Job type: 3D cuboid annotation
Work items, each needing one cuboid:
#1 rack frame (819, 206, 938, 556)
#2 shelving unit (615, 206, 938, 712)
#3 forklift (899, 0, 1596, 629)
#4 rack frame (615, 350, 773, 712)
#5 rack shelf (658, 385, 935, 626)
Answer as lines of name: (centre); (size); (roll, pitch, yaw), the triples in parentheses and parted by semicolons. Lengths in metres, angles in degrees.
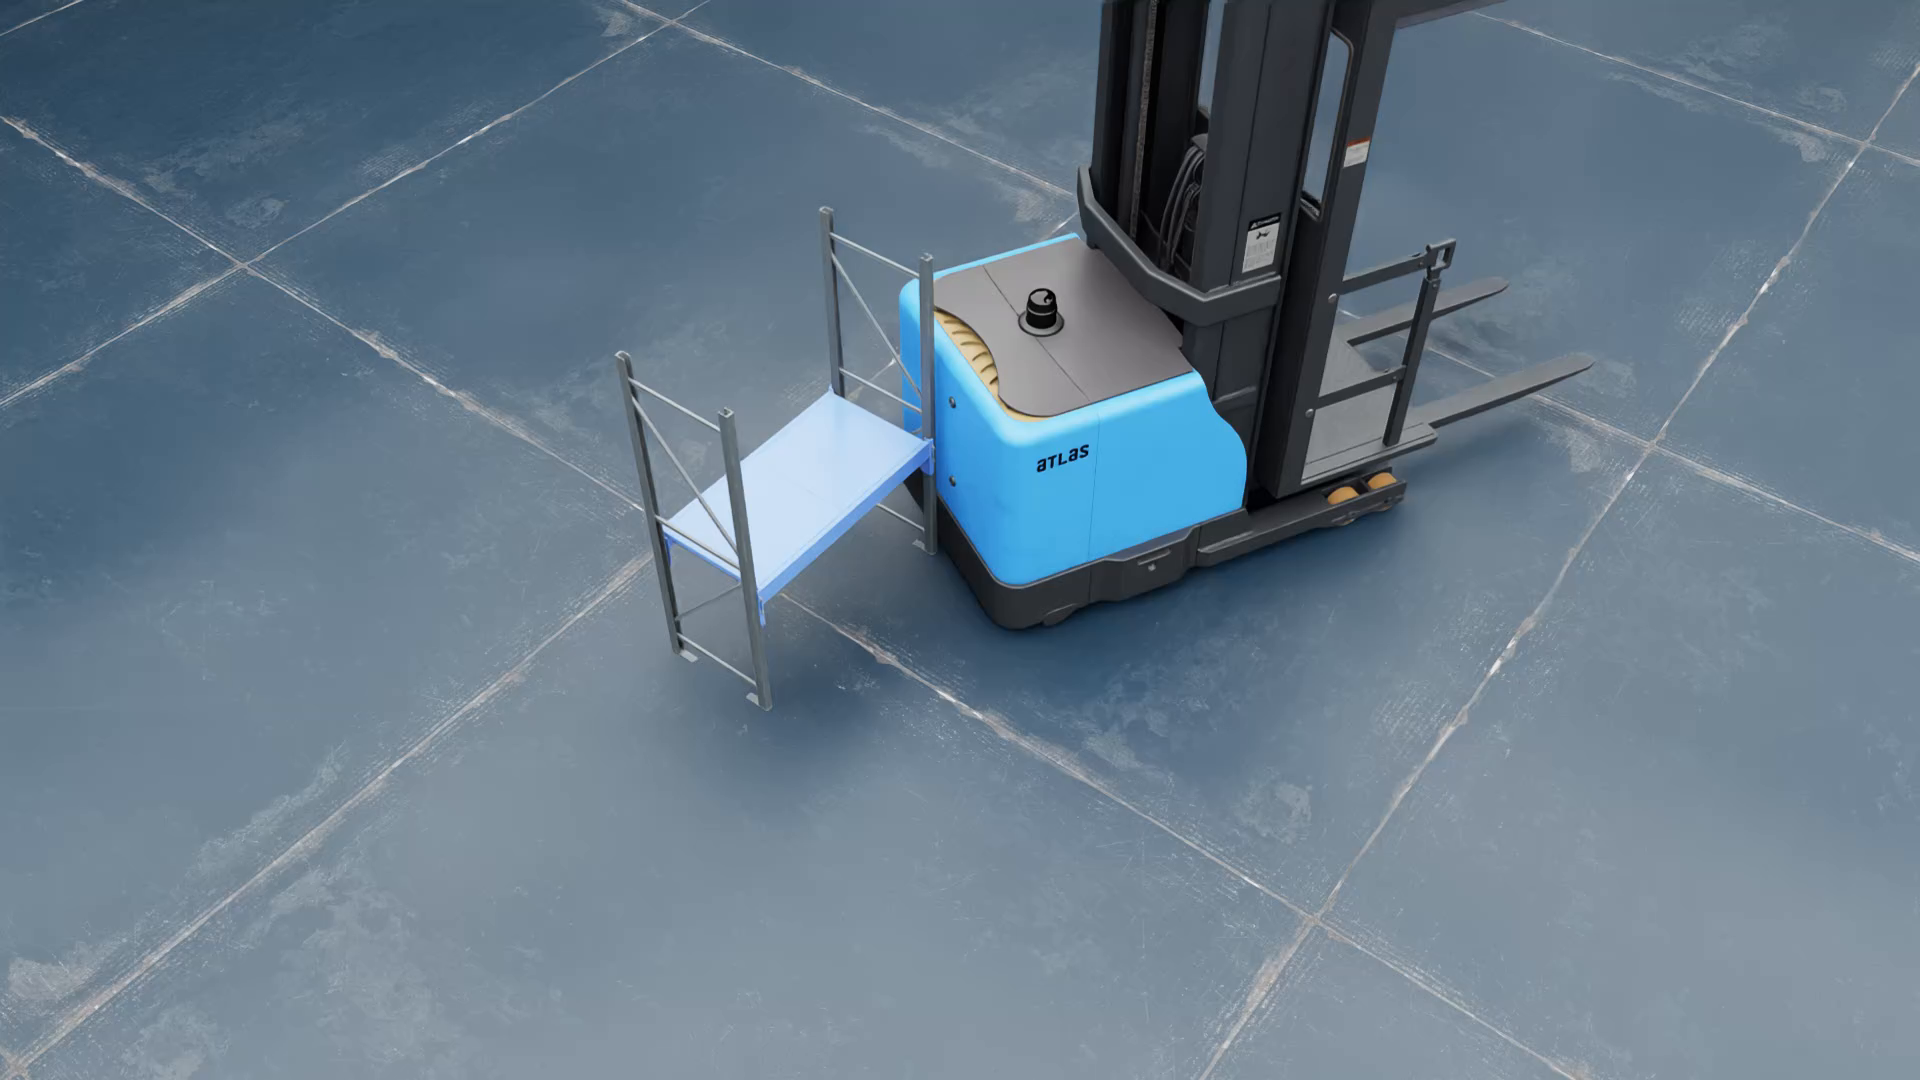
rack frame: (-0.300, -0.568, 6.420); (0.500, 1.500, 0.032); (29, 53, 25)
shelving unit: (-0.609, -0.276, 6.141); (0.538, 1.500, 1.048); (29, 53, 25)
forklift: (1.309, -1.401, 6.226); (3.031, 2.935, 1.130); (-19, 49, -17)
rack frame: (-0.918, 0.016, 5.863); (0.500, 1.500, 0.032); (29, 53, 25)
rack shelf: (-0.609, -0.152, 6.271); (0.538, 0.185, 1.000); (29, 53, 25)
